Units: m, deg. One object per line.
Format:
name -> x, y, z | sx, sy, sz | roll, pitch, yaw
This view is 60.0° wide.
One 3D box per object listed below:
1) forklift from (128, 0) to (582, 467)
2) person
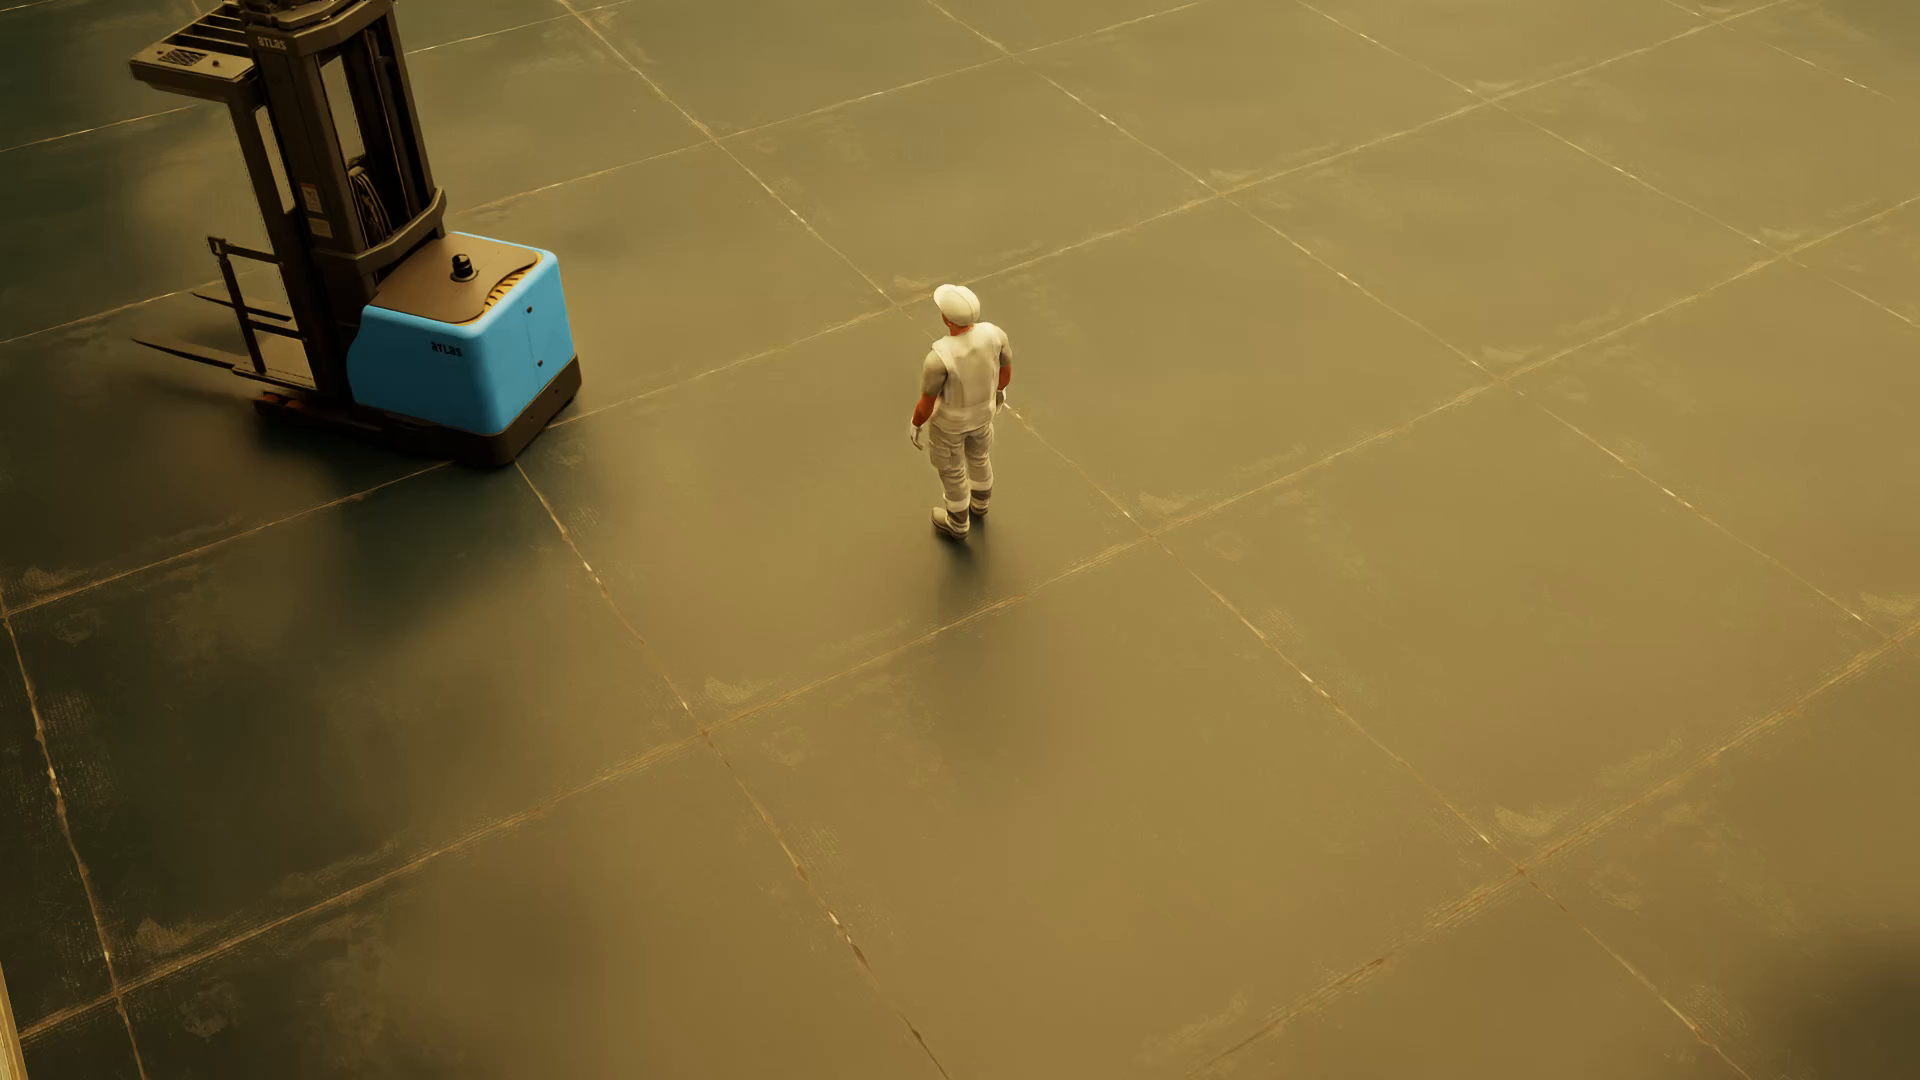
forklift -> -4.116, -2.170, 10.354 | 3.031, 2.935, 1.130 | 14, 43, 15
person -> -0.034, -0.758, 9.534 | 0.638, 1.789, 0.561 | -23, 46, -24
